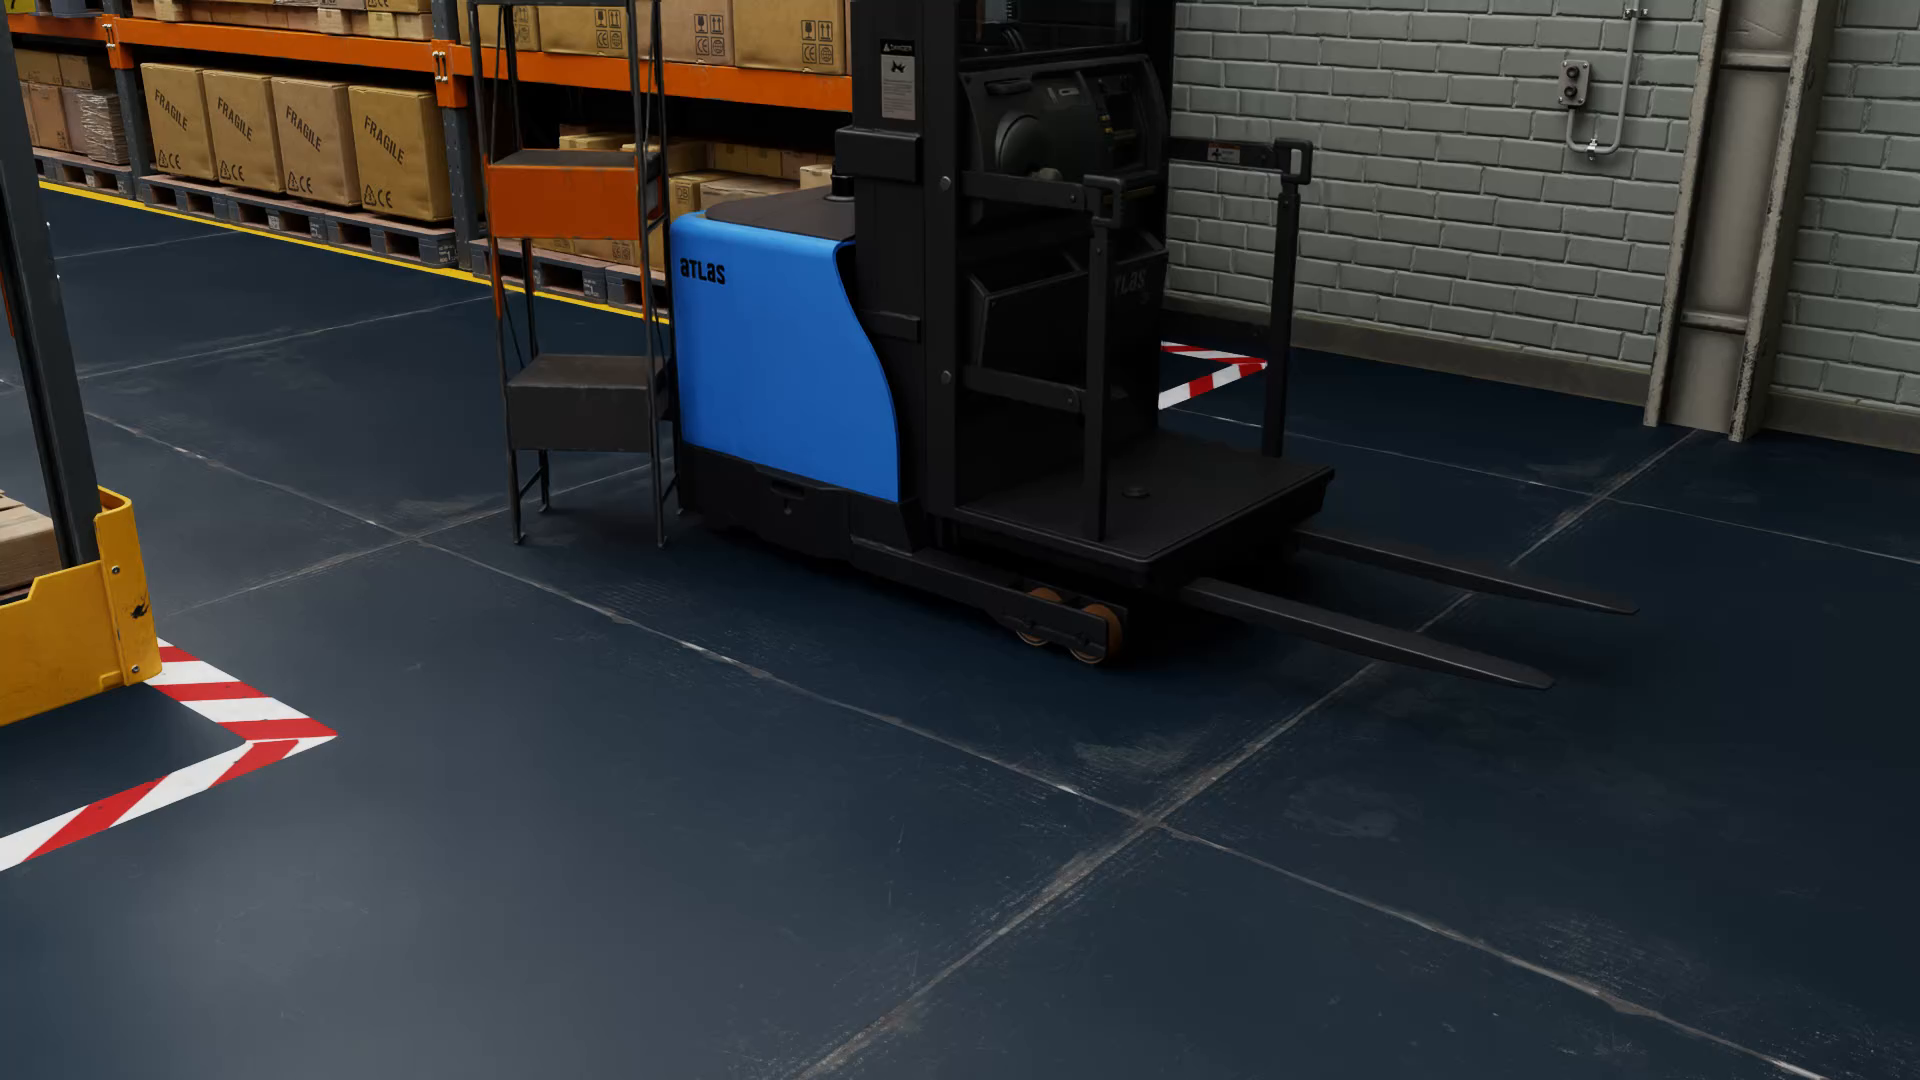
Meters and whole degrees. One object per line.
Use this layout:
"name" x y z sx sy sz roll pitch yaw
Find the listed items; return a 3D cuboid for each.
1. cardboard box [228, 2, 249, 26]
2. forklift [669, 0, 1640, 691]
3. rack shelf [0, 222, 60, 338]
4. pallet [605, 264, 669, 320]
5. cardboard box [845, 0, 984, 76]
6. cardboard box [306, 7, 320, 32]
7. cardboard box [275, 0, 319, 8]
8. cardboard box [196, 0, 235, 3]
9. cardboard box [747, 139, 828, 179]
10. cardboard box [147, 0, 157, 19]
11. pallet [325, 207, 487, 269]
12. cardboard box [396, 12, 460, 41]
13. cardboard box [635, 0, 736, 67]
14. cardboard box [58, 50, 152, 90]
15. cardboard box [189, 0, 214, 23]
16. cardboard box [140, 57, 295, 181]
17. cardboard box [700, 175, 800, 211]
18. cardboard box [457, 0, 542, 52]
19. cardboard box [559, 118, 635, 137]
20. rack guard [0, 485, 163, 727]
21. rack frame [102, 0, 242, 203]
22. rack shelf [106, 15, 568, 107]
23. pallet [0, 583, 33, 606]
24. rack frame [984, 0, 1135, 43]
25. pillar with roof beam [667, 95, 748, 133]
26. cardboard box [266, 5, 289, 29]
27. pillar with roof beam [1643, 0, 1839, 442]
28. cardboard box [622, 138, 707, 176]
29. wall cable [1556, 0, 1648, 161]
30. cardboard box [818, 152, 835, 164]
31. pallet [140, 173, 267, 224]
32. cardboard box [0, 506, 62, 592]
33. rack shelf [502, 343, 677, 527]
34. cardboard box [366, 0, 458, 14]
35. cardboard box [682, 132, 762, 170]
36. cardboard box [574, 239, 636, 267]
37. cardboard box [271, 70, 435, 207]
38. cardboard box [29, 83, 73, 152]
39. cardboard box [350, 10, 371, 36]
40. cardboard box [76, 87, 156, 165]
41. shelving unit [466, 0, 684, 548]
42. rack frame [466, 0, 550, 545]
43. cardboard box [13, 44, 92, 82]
"cardboard box" -4.612 -3.510 11.052 0.250 0.149 0.380 17 26 37
"forklift" 0.485 -1.229 4.774 3.031 2.935 1.130 16 26 37
"rack shelf" -4.216 -1.004 5.099 4.000 0.370 1.077 16 26 36
"pallet" -1.147 -1.374 9.013 1.213 0.211 1.003 16 26 36
"cardboard box" 0.062 -2.501 7.624 0.700 0.700 0.980 18 27 39
"cardboard box" -3.849 -3.267 10.409 0.250 0.149 0.380 16 26 36
"cardboard box" -3.938 -3.597 10.363 0.500 0.500 0.500 16 26 36
"cardboard box" -4.737 -3.821 10.958 0.500 0.500 0.500 16 26 36
"cardboard box" -0.903 -2.018 8.796 0.250 0.149 0.380 16 26 37
"cardboard box" -5.436 -3.731 11.638 0.250 0.149 0.380 17 26 37
"pallet" -3.281 -1.989 10.643 1.213 0.211 1.003 16 26 36
"cardboard box" -3.077 -3.032 9.784 0.250 0.149 0.380 16 26 37
"cardboard box" -1.094 -2.833 8.504 0.700 0.700 0.980 15 25 34
"cardboard box" -6.727 -3.712 13.117 0.500 0.250 0.500 17 26 37
"cardboard box" -5.011 -3.626 11.360 0.250 0.149 0.380 16 26 36
"cardboard box" -5.248 -3.025 11.890 0.750 0.750 0.750 16 26 36
"cardboard box" -0.920 -1.629 8.684 0.500 0.500 0.700 15 25 35
"cardboard box" -2.226 -3.157 9.363 0.700 0.700 0.980 17 26 37
"cardboard box" -2.108 -2.364 9.714 0.250 0.149 0.380 16 26 36
"rack guard" -2.725 0.258 4.275 0.348 0.500 1.175 16 26 36
"rack frame" -5.735 -4.034 12.115 0.127 3.000 1.000 16 26 36
"rack shelf" -4.185 -3.251 11.059 4.000 0.370 1.077 16 26 36
"pallet" -3.343 0.216 4.797 1.213 0.211 1.003 16 26 36
"rack frame" 0.463 -2.249 7.382 0.127 3.000 1.000 16 26 36
"pillar with roof beam" -4.269 -4.852 5.782 0.400 9.000 9.100 16 26 36
"cardboard box" -4.232 -3.390 10.733 0.250 0.149 0.380 17 27 38
"pillar with roof beam" 0.380 -3.514 2.233 0.400 9.000 9.100 16 26 36
"cardboard box" -1.567 -2.035 8.841 0.250 0.149 0.380 15 25 35
"wall cable" 2.053 -2.698 7.131 1.851 1.984 0.084 16 26 36
"cardboard box" -0.506 -1.904 8.495 0.250 0.149 0.380 16 26 37
"pallet" -5.172 -2.533 12.086 1.213 0.211 1.003 16 26 36
"cardboard box" -2.773 0.046 4.711 0.250 0.149 0.380 16 26 36
"rack shelf" -1.242 -0.363 5.668 0.480 0.518 0.431 1 21 1
"cardboard box" -3.153 -3.371 9.765 0.500 0.500 0.500 16 26 35
"cardboard box" -1.299 -2.132 9.098 0.250 0.149 0.380 16 26 37
"cardboard box" -1.734 -1.861 9.299 0.500 0.500 0.700 16 26 36
"cardboard box" -3.912 -2.639 10.868 0.750 0.750 0.750 17 27 38
"cardboard box" -7.054 -3.467 13.529 0.500 0.500 0.700 16 26 36
"cardboard box" -3.459 -3.152 10.102 0.250 0.149 0.380 17 27 38
"cardboard box" -6.326 -3.217 12.867 0.500 0.500 0.700 17 26 37
"shelving unit" -1.233 -1.031 5.416 0.503 2.100 0.431 1 21 1
"rack frame" -1.477 -1.036 5.423 0.015 2.100 0.400 1 21 1
"cardboard box" -7.504 -3.942 13.726 0.500 0.250 0.500 15 25 35
